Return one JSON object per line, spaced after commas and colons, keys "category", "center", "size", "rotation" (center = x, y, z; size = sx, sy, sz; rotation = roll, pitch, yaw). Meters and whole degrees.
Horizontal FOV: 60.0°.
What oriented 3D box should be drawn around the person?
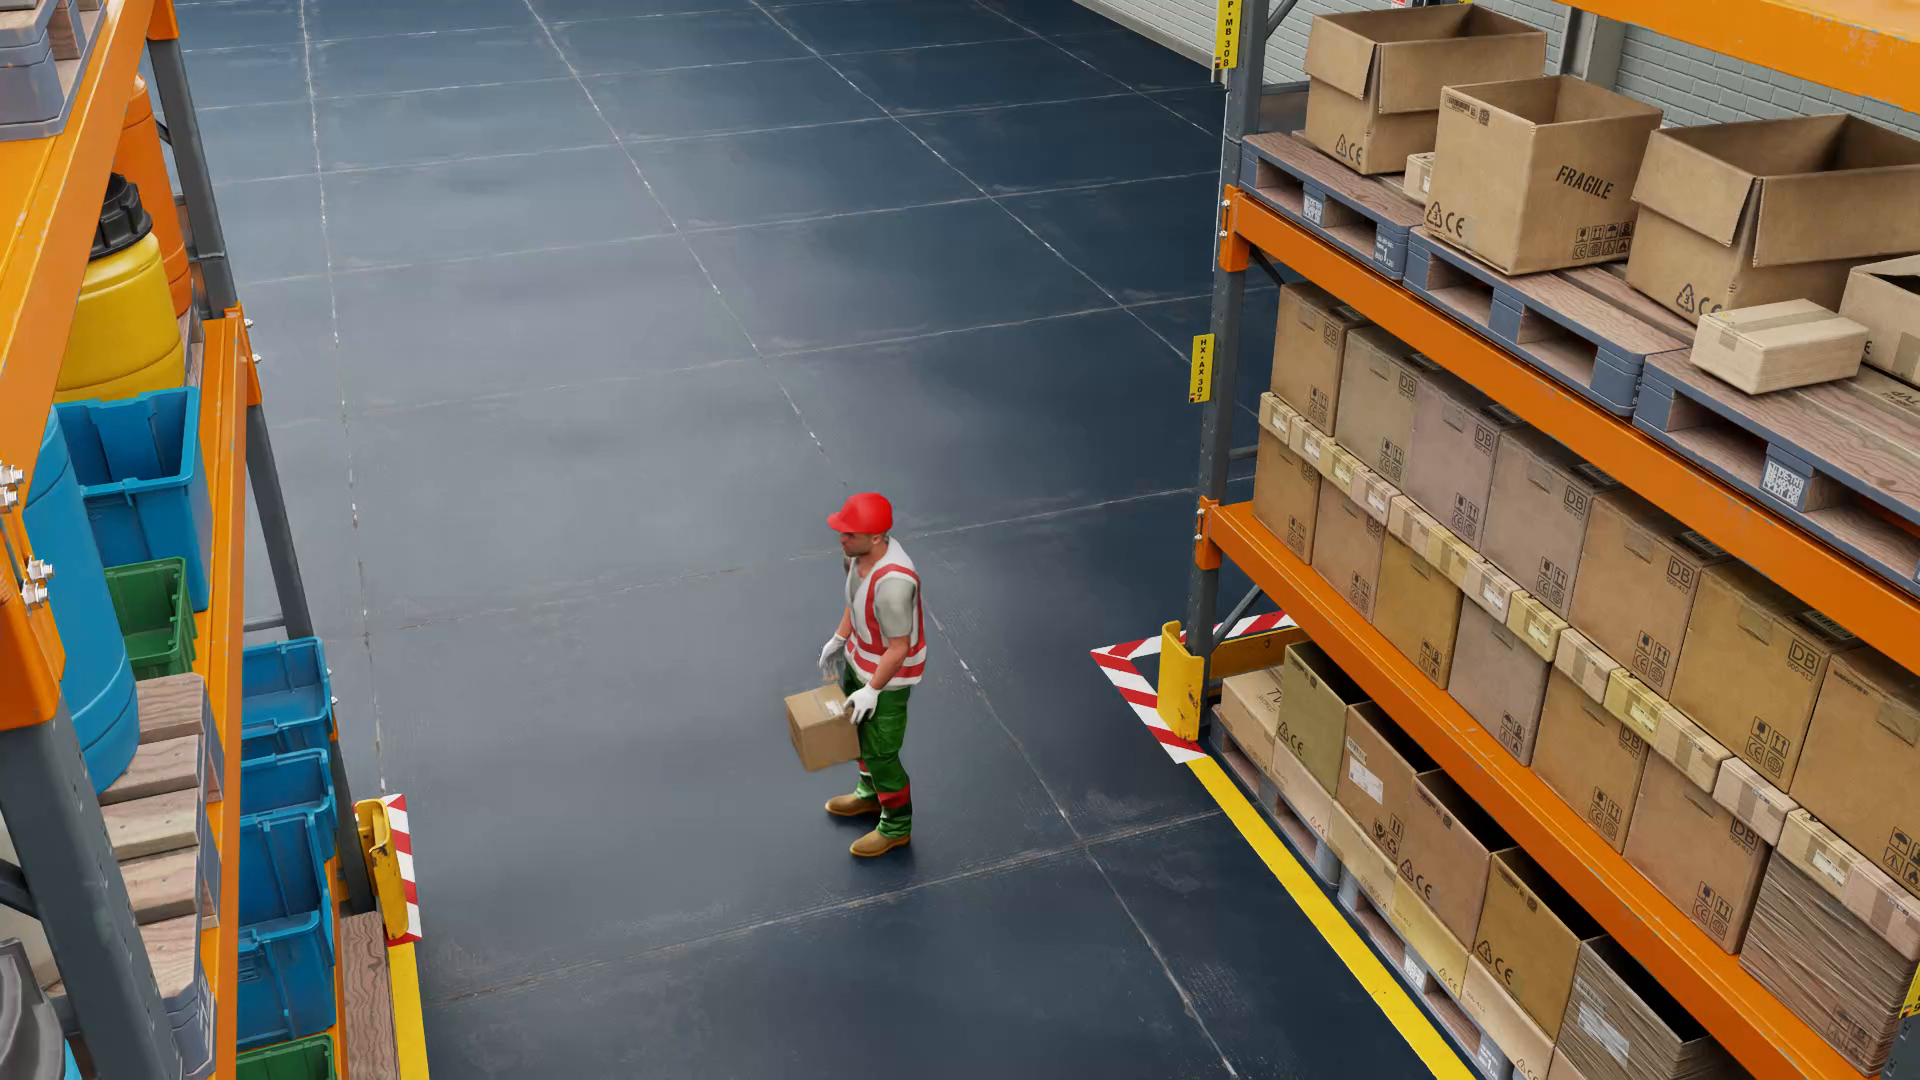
{"category": "person", "center": [-0.372, 0.577, 7.307], "size": [0.414, 1.788, 0.544], "rotation": [-11, 31, -19]}
